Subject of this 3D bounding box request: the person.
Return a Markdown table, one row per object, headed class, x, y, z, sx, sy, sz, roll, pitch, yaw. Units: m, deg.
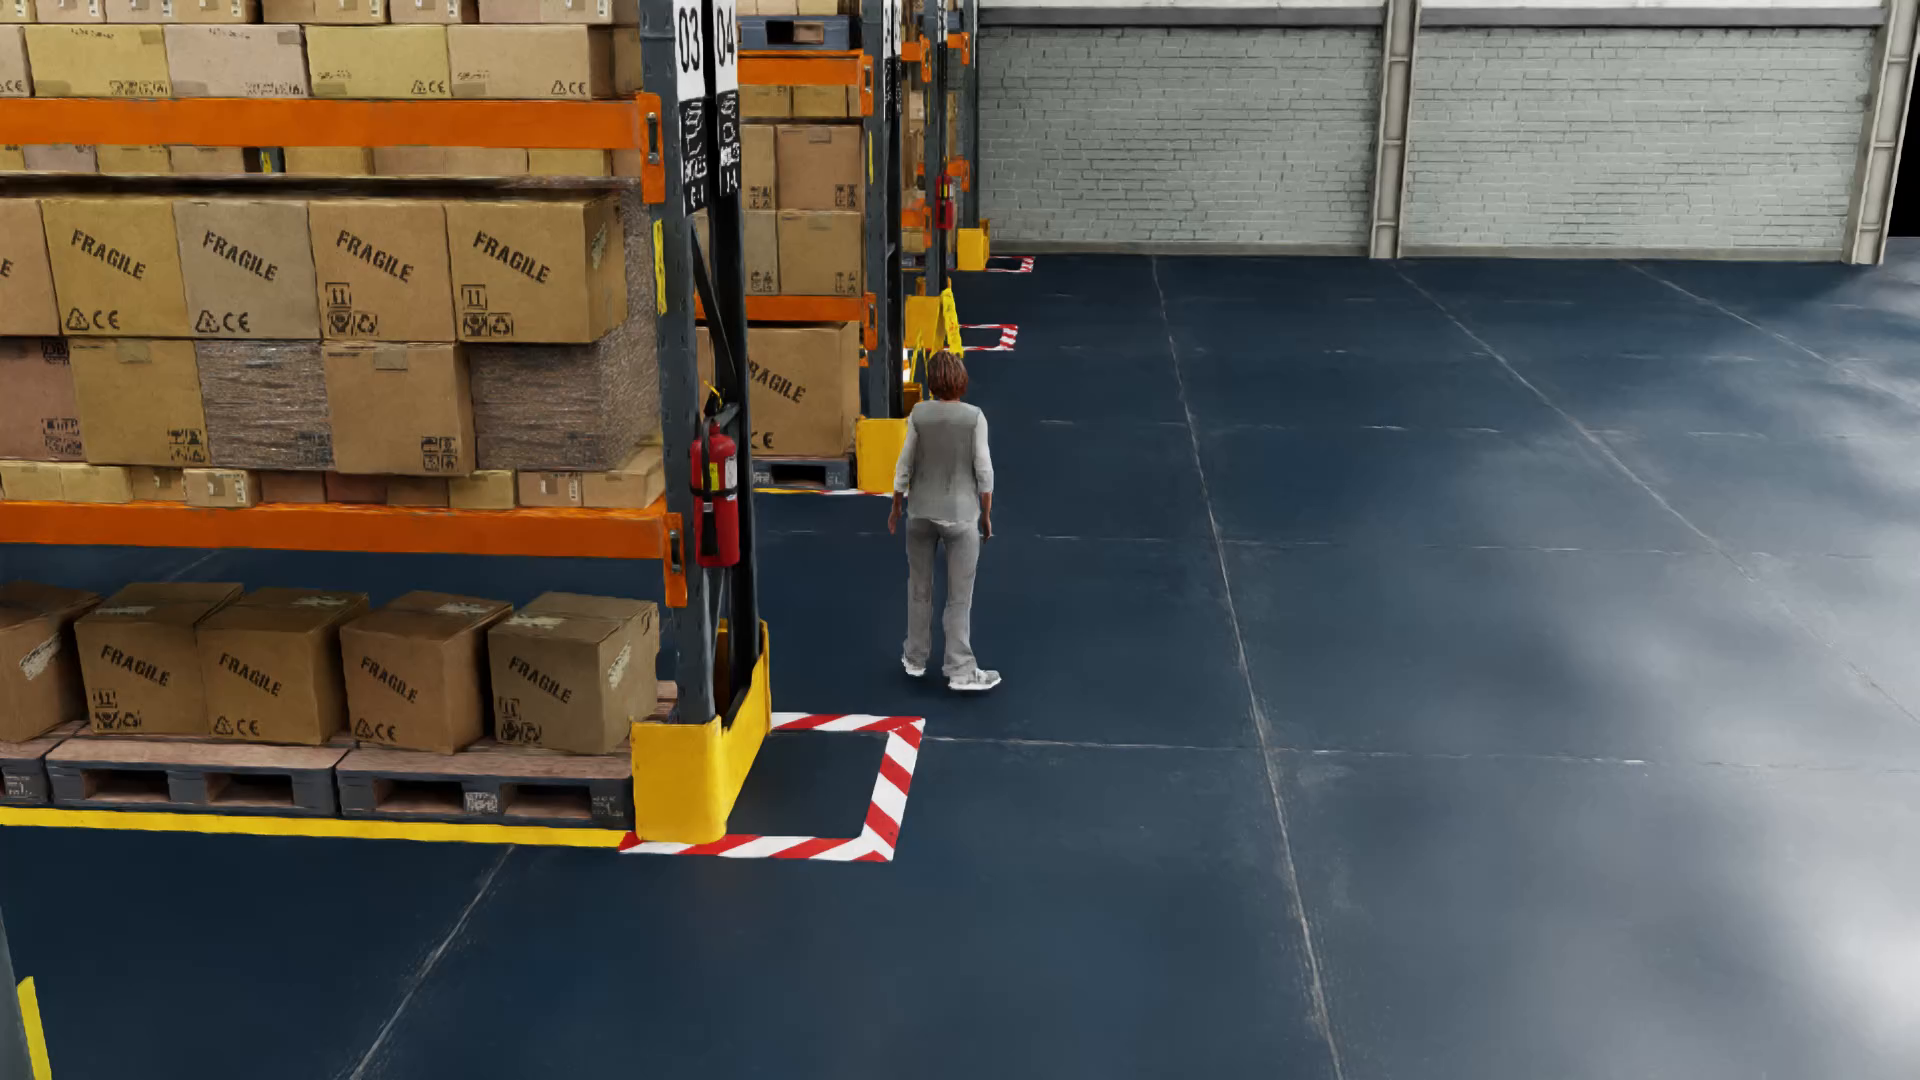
| class | x | y | z | sx | sy | sz | roll | pitch | yaw |
| --- | --- | --- | --- | --- | --- | --- | --- | --- | --- |
| person | -0.072 | -0.090 | 7.789 | 0.558 | 1.582 | 0.368 | 5 | 18 | 14 |
